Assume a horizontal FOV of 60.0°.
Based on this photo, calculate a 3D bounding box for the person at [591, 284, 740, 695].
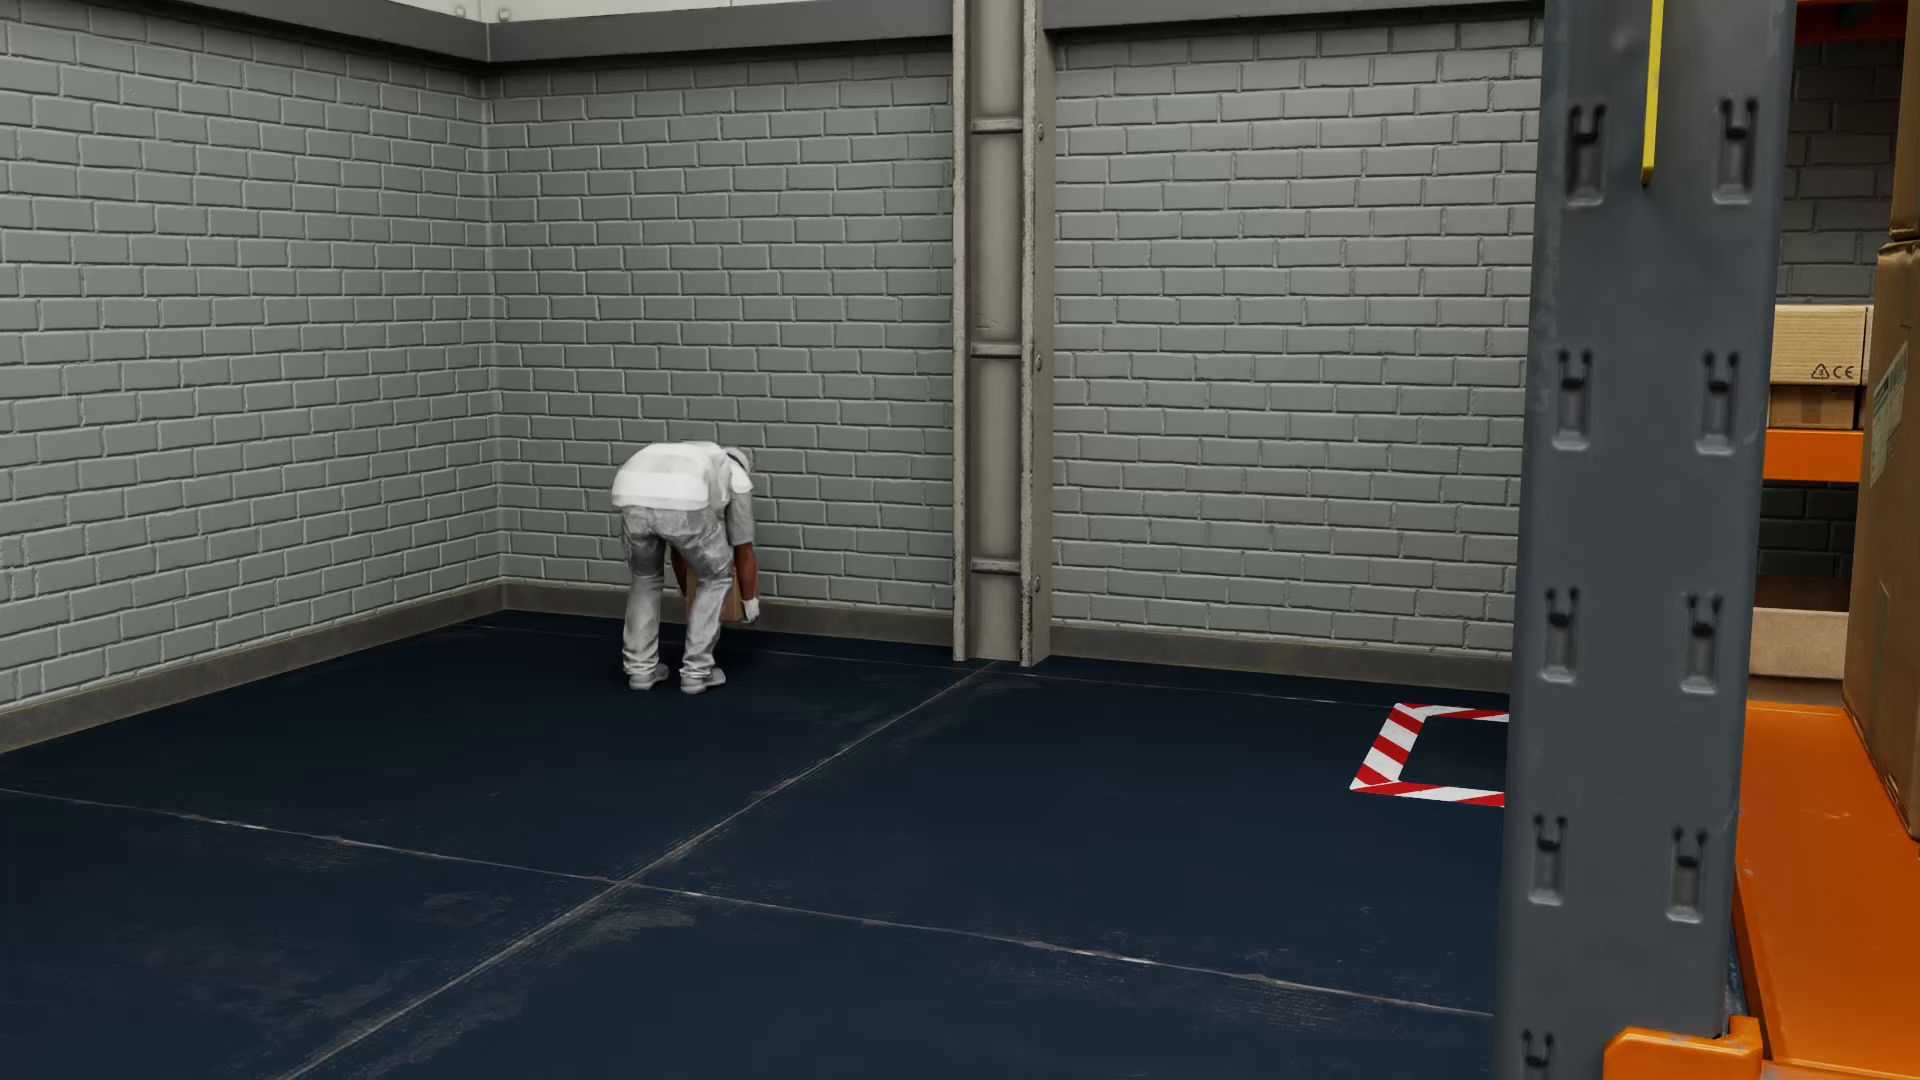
[{"bbox_3d":[-1.303,-0.224,7.291,0.629,1.774,0.446,2,9,14],"label":"person"}]
